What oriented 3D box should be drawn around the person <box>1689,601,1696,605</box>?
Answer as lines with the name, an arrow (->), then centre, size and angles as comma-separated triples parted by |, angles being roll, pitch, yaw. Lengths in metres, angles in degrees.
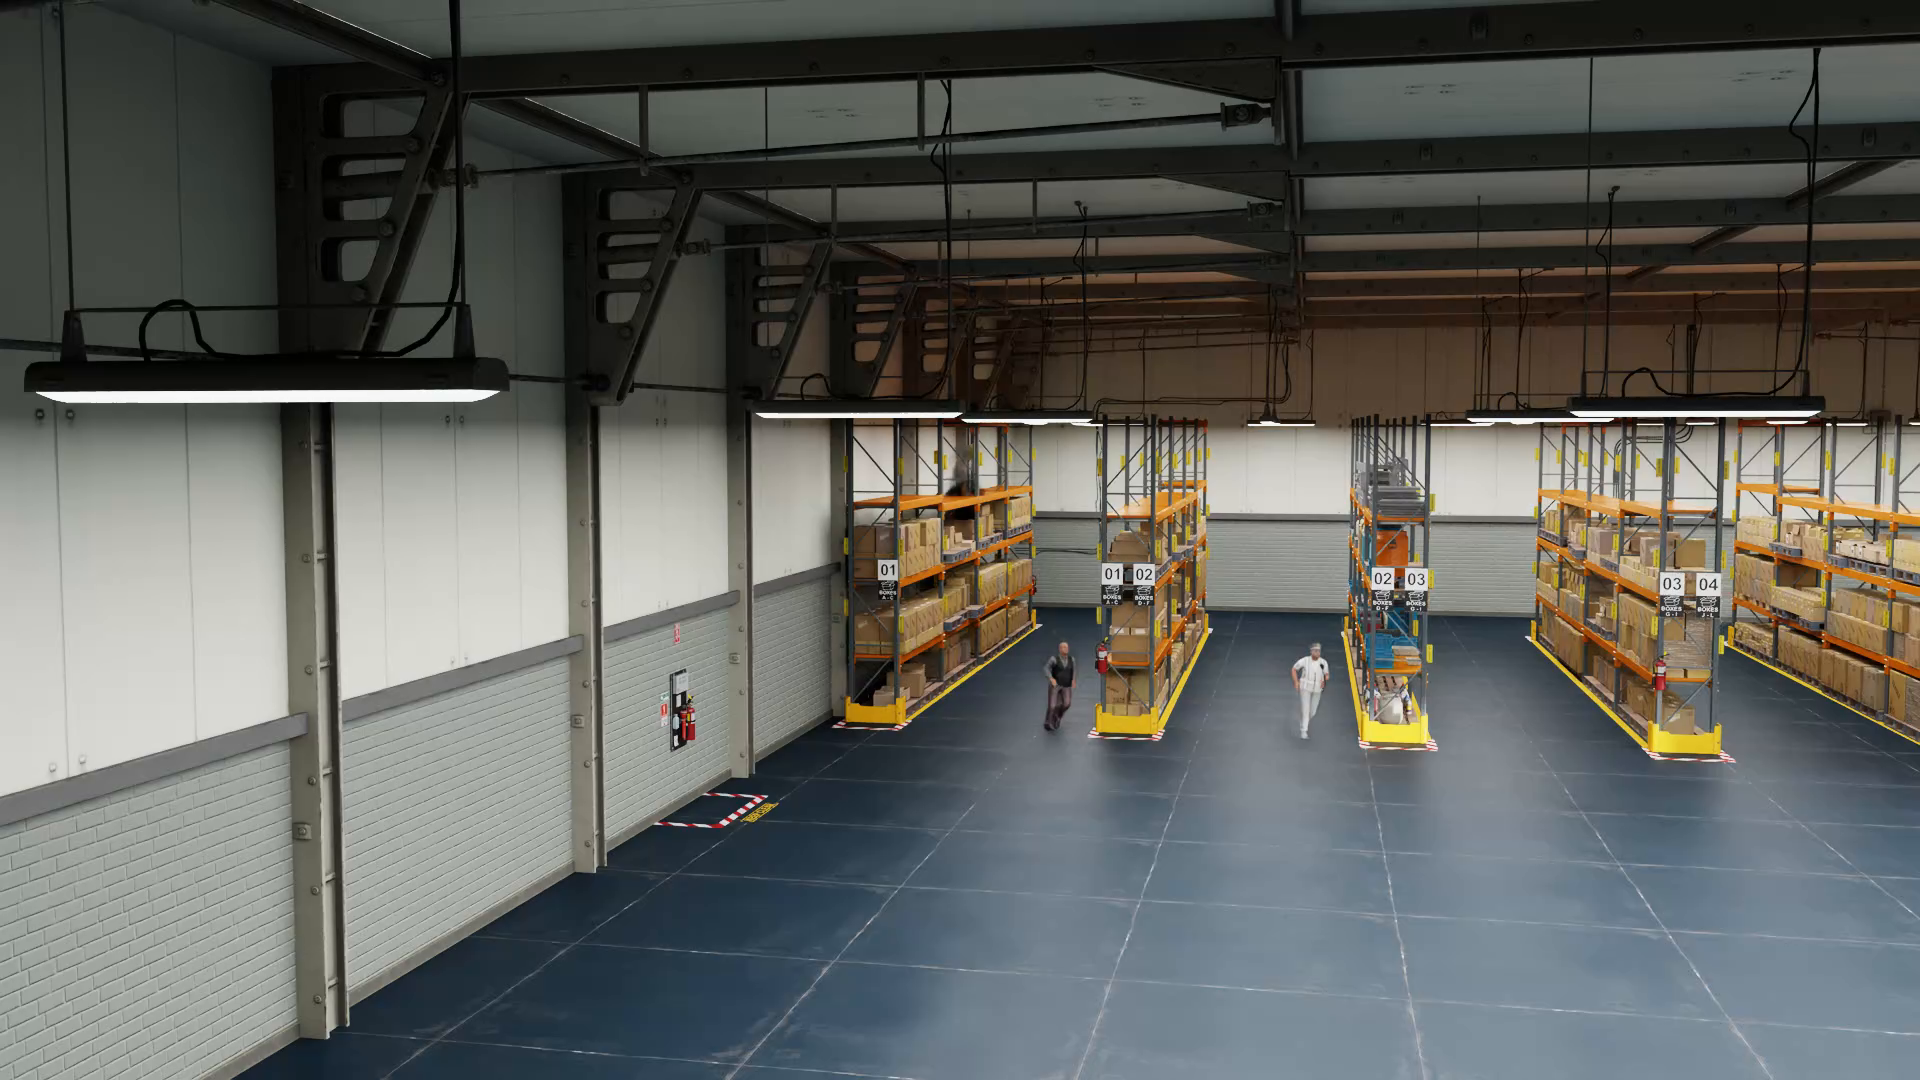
person -> 18.819, 2.024, 42.439 | 0.694, 1.737, 0.705 | 2, 4, 26

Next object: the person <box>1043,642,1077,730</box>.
person -> 1.937, 2.783, 31.590 | 0.716, 1.667, 0.581 | -1, 4, -13

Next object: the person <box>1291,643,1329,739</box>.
person -> 6.564, 2.805, 31.127 | 0.698, 1.777, 0.816 | 0, 4, -4
